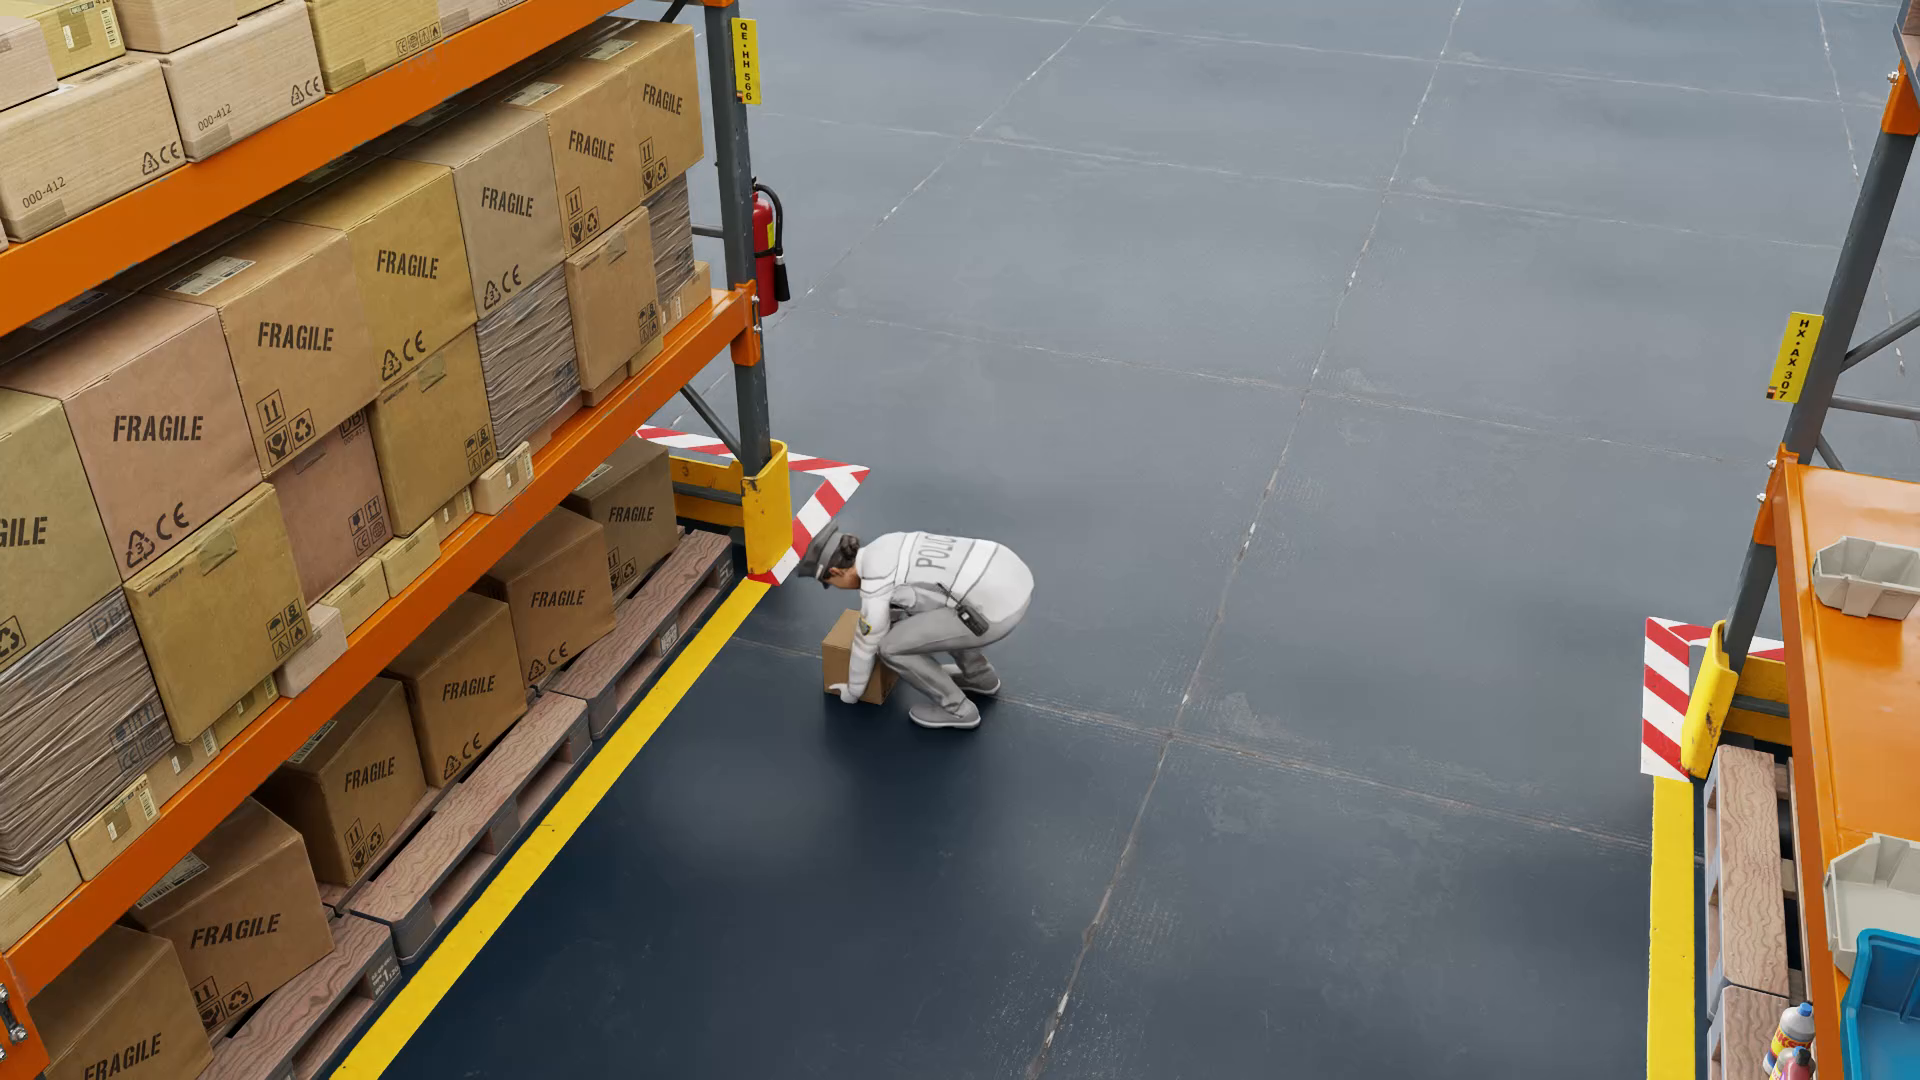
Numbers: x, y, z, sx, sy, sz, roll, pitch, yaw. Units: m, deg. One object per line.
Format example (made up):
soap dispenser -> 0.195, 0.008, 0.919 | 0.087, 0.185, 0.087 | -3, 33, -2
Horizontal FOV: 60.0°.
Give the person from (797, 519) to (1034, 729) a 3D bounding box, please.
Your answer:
person -> -0.179, 0.314, 6.501 | 0.915, 0.774, 0.457 | 10, 35, 15
